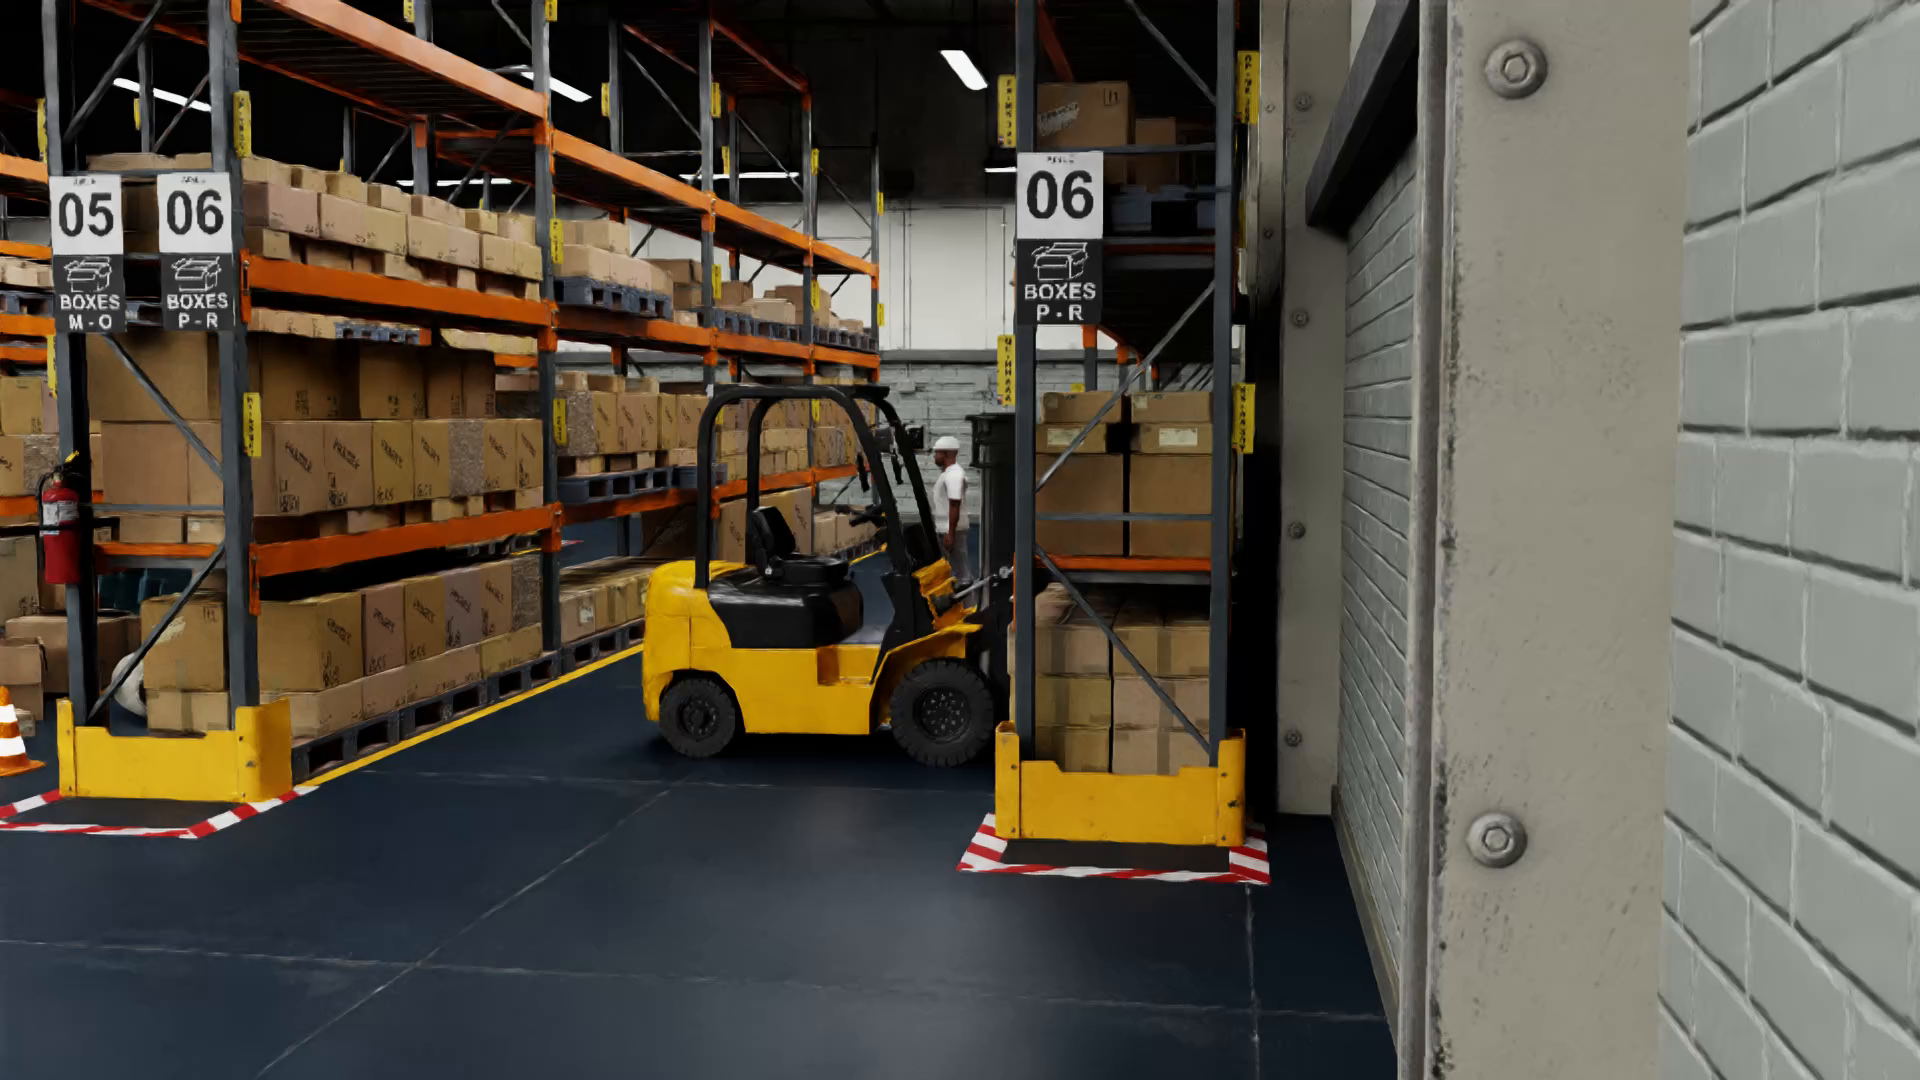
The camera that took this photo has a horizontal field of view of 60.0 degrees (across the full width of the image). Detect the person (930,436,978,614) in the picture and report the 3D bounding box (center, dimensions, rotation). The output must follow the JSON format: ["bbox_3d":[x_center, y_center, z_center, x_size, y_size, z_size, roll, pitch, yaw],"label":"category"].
[{"bbox_3d":[-0.145,-0.088,15.526,0.632,1.766,0.709,-1,4,-8],"label":"person"}]
